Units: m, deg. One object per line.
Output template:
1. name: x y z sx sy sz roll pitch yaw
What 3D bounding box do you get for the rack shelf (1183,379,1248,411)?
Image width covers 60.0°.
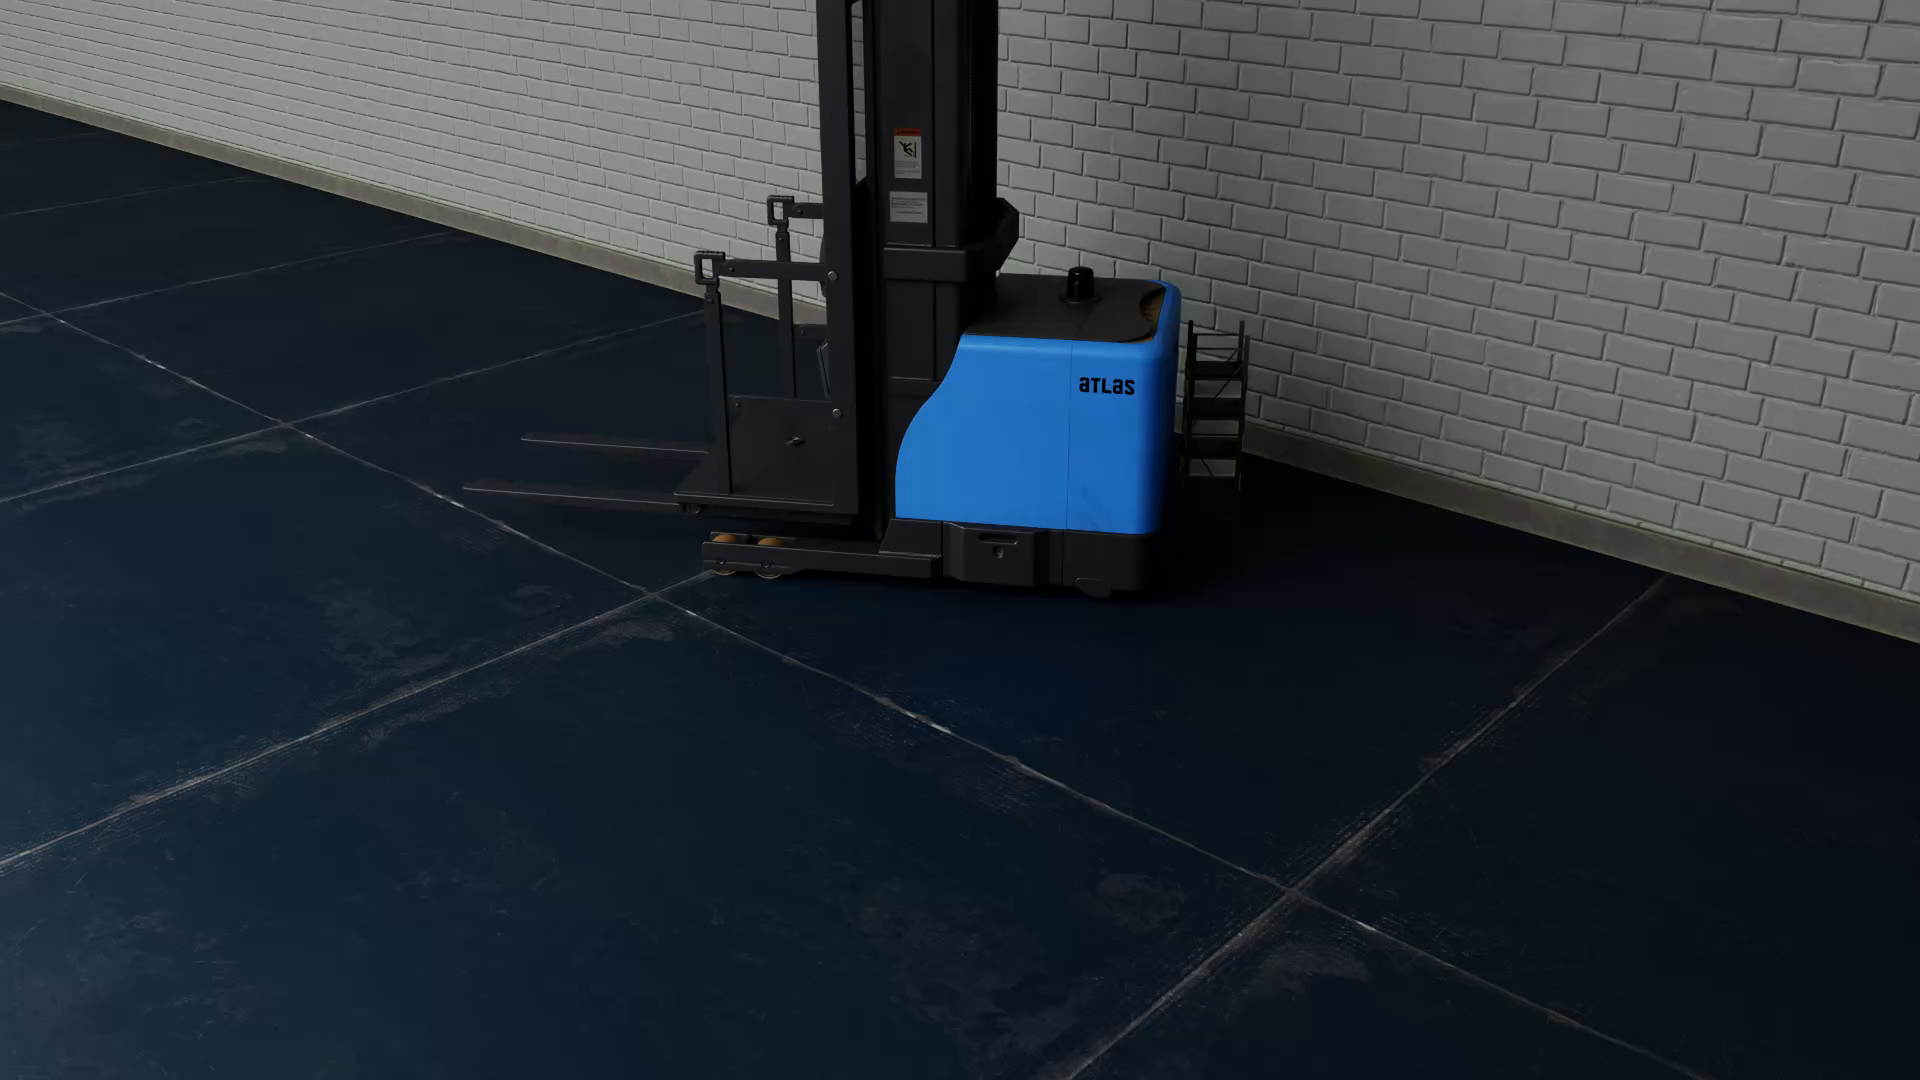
1. rack shelf: 1.100 -0.625 7.186 0.258 0.077 0.200 1 24 2

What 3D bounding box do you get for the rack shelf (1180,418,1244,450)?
1. rack shelf: 1.100 -0.461 7.260 0.258 0.077 0.200 1 24 2

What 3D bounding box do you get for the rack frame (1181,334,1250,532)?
1. rack frame: 1.096 -0.450 7.154 0.240 0.900 0.006 1 24 2

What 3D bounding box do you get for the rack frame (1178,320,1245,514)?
1. rack frame: 1.105 -0.533 7.339 0.240 0.900 0.006 1 24 2

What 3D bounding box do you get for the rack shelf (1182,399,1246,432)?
1. rack shelf: 1.100 -0.543 7.223 0.258 0.077 0.200 1 24 2

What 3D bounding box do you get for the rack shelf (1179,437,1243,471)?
1. rack shelf: 1.100 -0.379 7.297 0.258 0.077 0.200 1 24 2

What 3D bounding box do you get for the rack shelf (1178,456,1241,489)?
1. rack shelf: 1.100 -0.297 7.334 0.258 0.077 0.200 1 24 2

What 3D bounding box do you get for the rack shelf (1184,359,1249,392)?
1. rack shelf: 1.100 -0.708 7.150 0.258 0.077 0.200 1 24 2

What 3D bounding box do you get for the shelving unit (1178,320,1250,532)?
1. shelving unit: 1.100 -0.492 7.246 0.258 0.900 0.210 1 24 2

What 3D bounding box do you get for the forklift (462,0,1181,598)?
1. forklift: -0.613 -1.383 6.752 3.031 2.935 1.130 4 25 9
